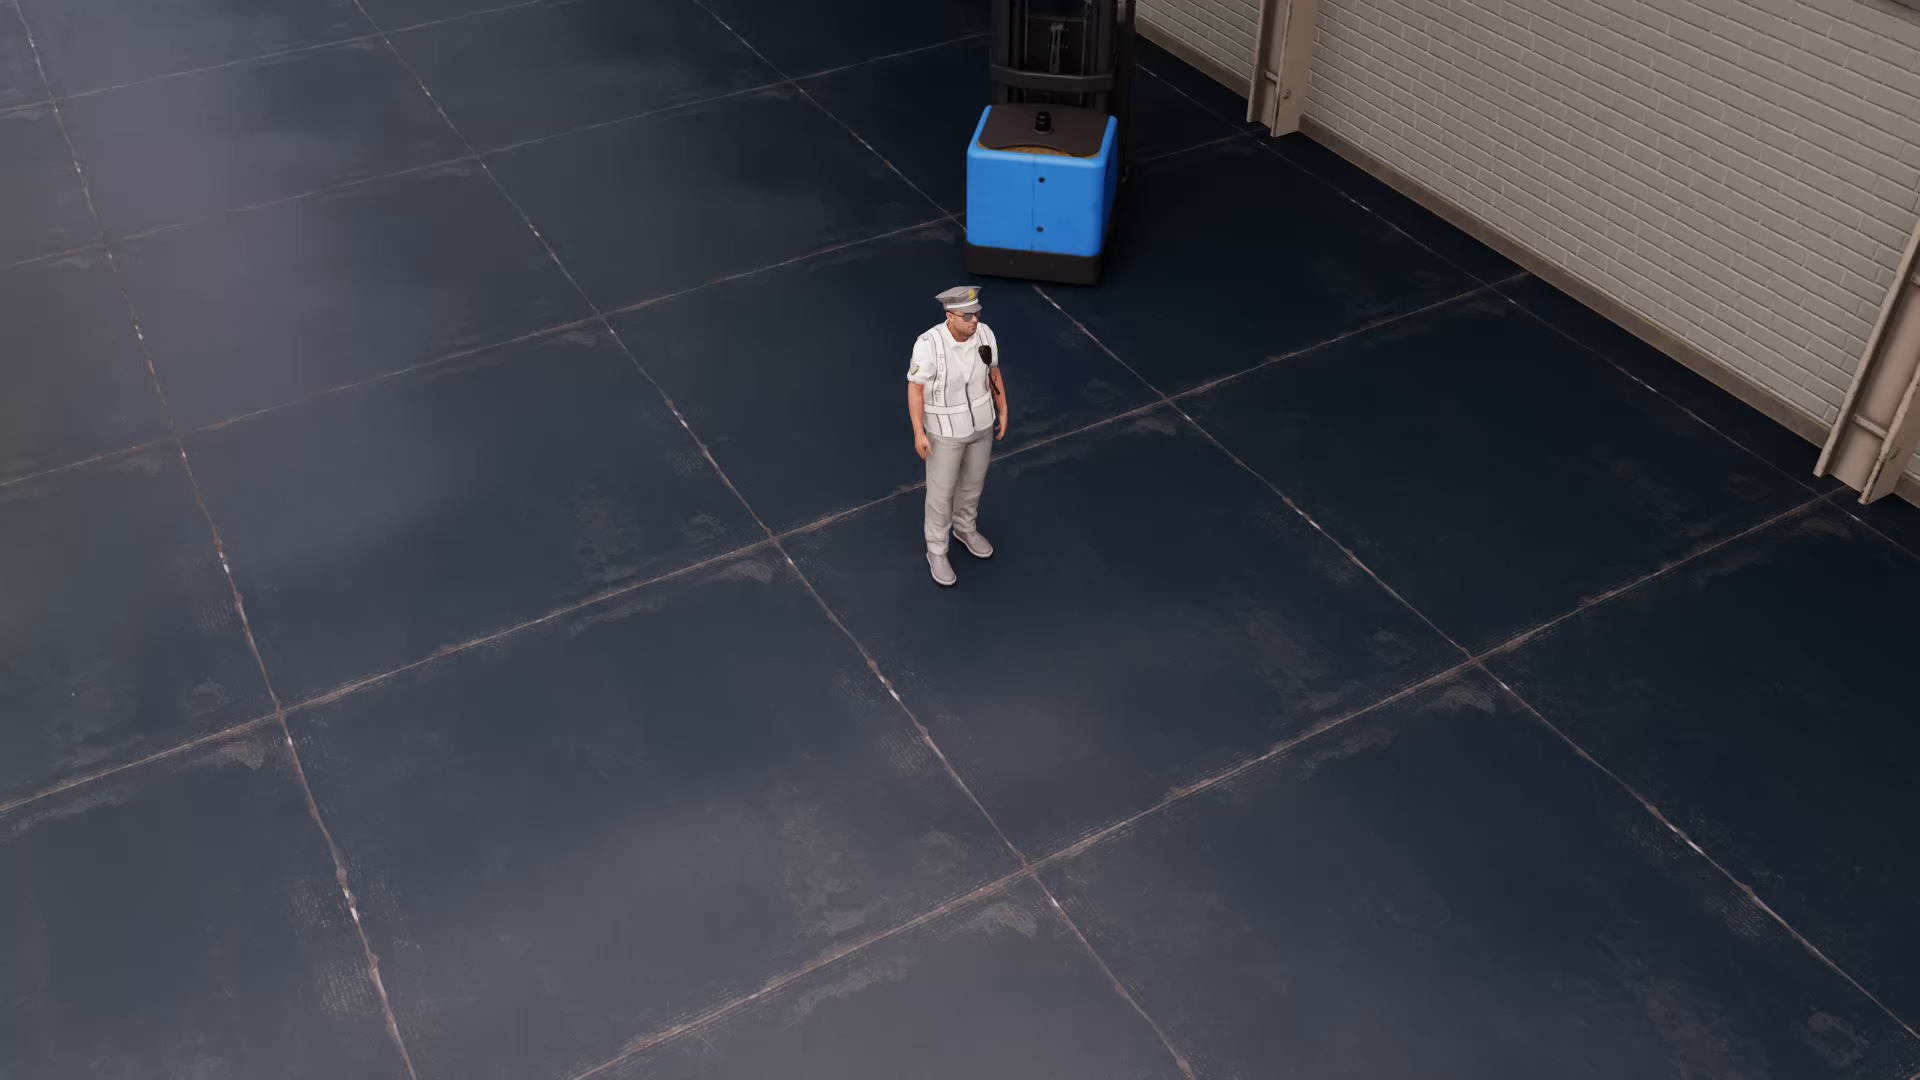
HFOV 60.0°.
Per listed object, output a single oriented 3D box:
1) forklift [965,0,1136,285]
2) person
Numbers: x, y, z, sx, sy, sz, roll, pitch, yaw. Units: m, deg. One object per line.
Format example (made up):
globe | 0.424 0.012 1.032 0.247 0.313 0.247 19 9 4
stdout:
forklift | 0.821 -3.997 12.856 1.130 2.935 3.031 7 40 8
person | 0.029 -0.645 9.701 0.641 1.780 0.574 -20 44 -23
